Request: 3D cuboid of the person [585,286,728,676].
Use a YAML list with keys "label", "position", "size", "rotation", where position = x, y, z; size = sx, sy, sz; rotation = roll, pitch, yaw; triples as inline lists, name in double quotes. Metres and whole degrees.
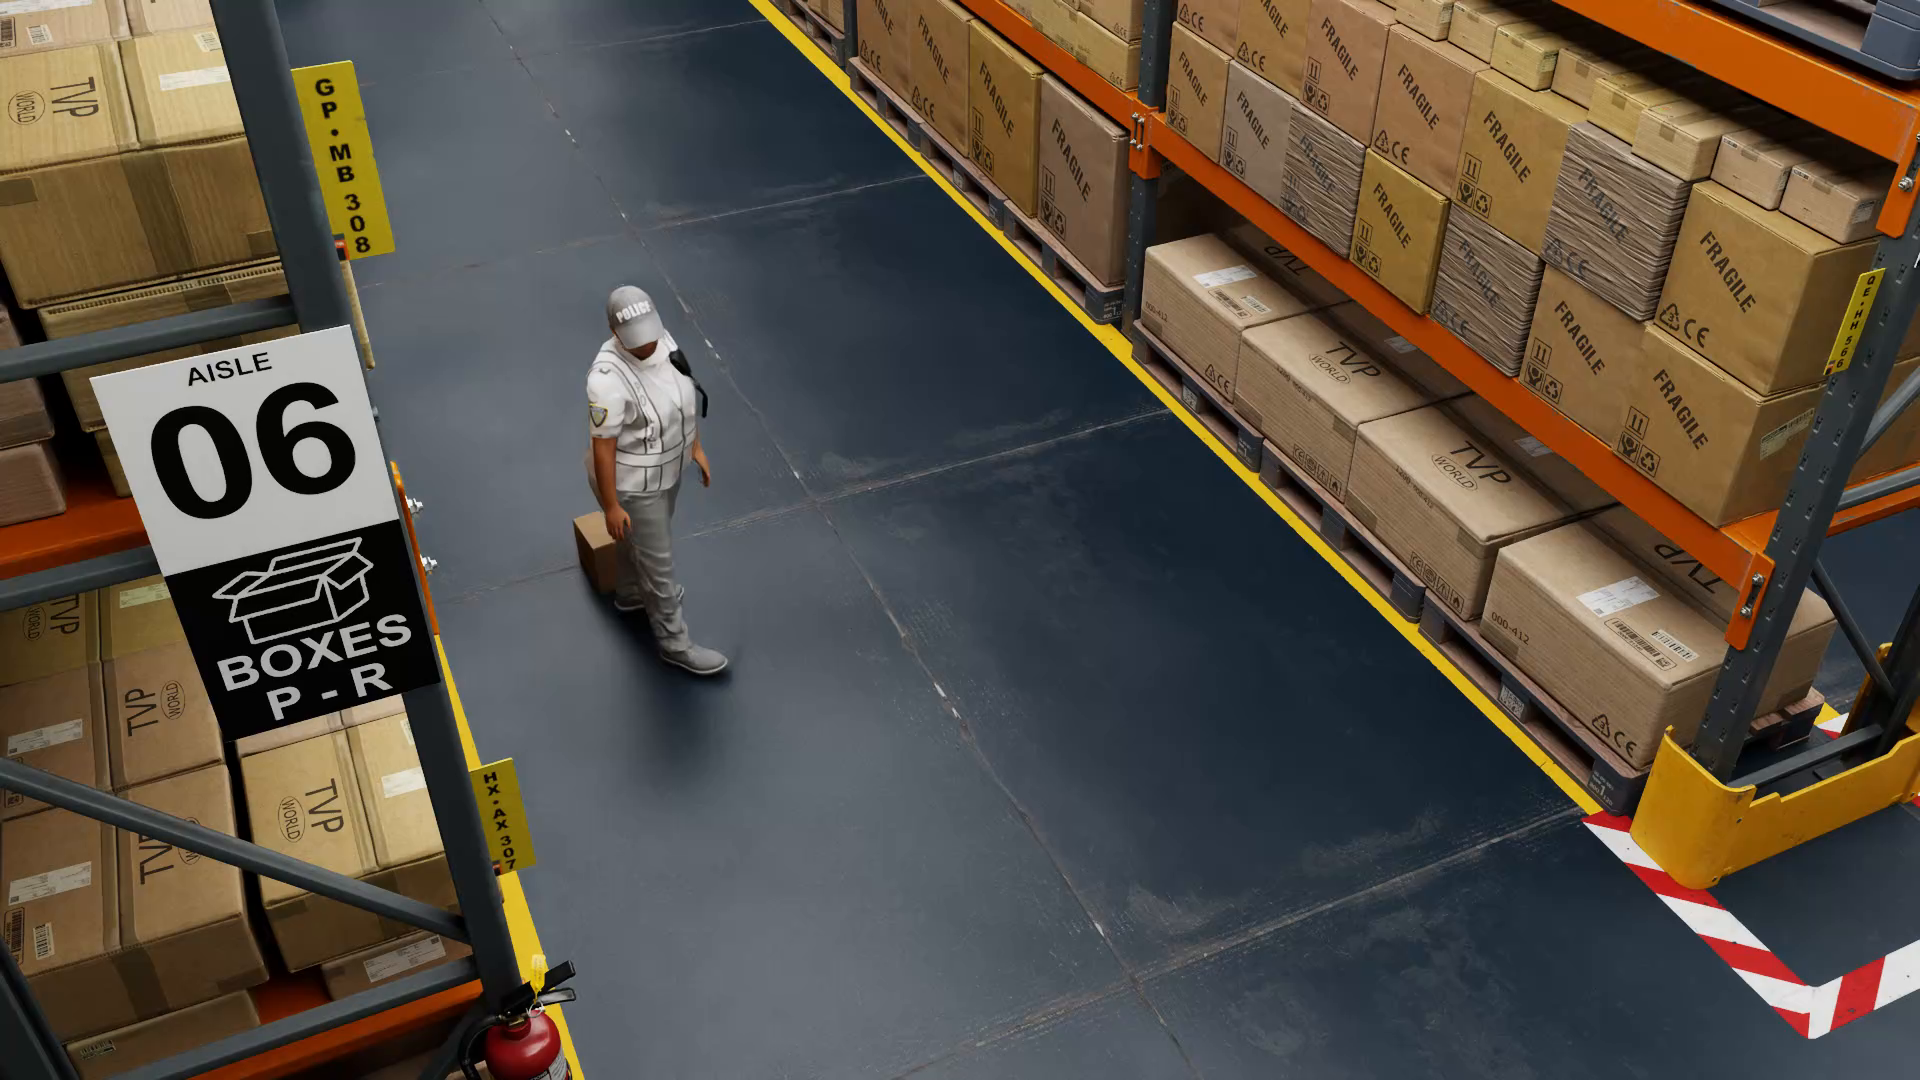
- label: "person"
  position: [-1.196, -0.258, 6.456]
  size: [0.624, 1.646, 0.559]
  rotation: [11, 39, 14]
